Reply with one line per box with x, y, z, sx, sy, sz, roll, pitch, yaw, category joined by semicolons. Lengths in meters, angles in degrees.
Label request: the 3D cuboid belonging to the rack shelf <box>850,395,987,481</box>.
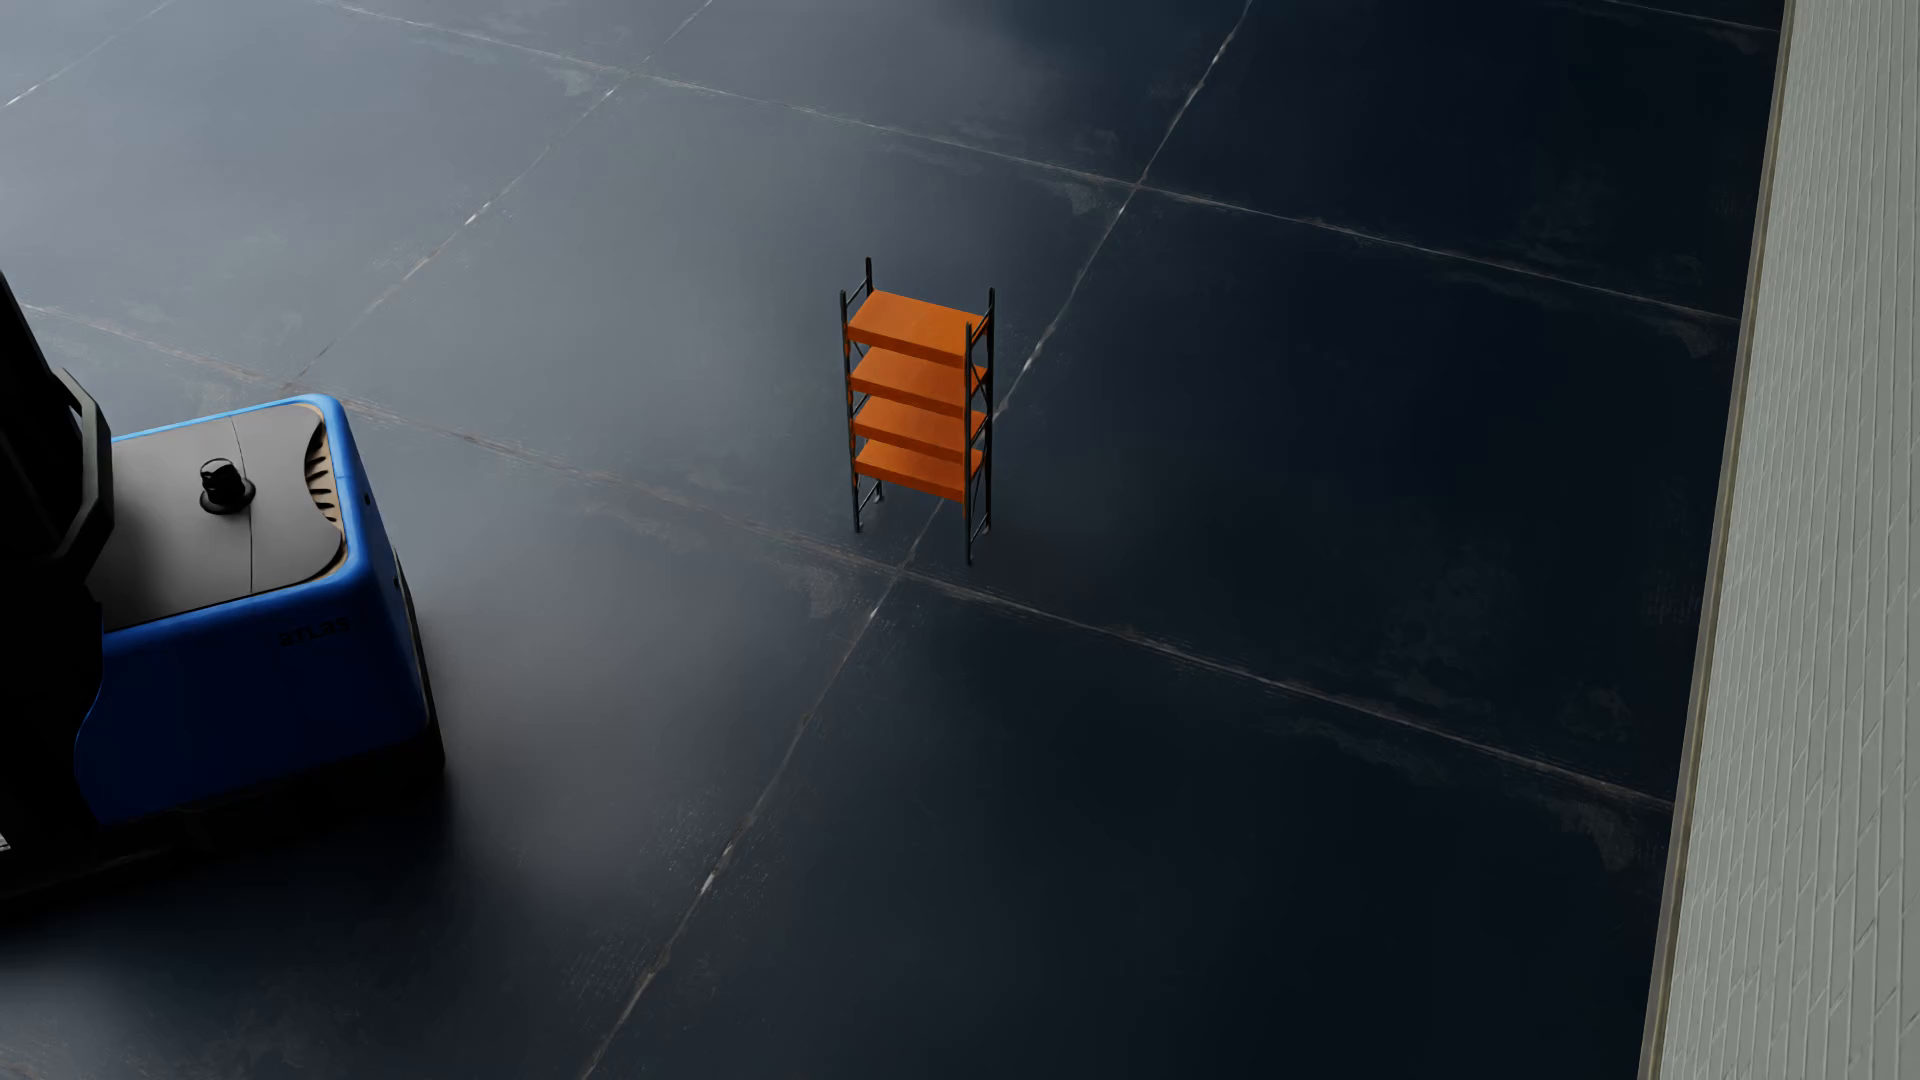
-0.153;-0.423;6.419;0.480;0.148;0.258;16;47;16;rack shelf

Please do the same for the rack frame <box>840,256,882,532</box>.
-0.378;-0.537;6.439;0.015;1.200;0.240;16;47;16;rack frame

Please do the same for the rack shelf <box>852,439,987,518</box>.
-0.153;-0.282;6.559;0.480;0.148;0.258;16;47;16;rack shelf

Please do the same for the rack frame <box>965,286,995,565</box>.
0.072;-0.404;6.305;0.015;1.200;0.240;16;47;16;rack frame

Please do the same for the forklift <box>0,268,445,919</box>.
-3.384;-0.111;4.784;3.031;2.935;1.130;-15;47;-15;forklift

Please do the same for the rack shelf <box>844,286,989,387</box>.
-0.153;-0.749;6.095;0.480;0.148;0.258;16;47;16;rack shelf

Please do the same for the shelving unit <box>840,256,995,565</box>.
-0.153;-0.470;6.372;0.503;1.200;0.258;16;47;16;shelving unit

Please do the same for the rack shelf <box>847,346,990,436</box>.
-0.153;-0.581;6.262;0.480;0.148;0.258;16;47;16;rack shelf
